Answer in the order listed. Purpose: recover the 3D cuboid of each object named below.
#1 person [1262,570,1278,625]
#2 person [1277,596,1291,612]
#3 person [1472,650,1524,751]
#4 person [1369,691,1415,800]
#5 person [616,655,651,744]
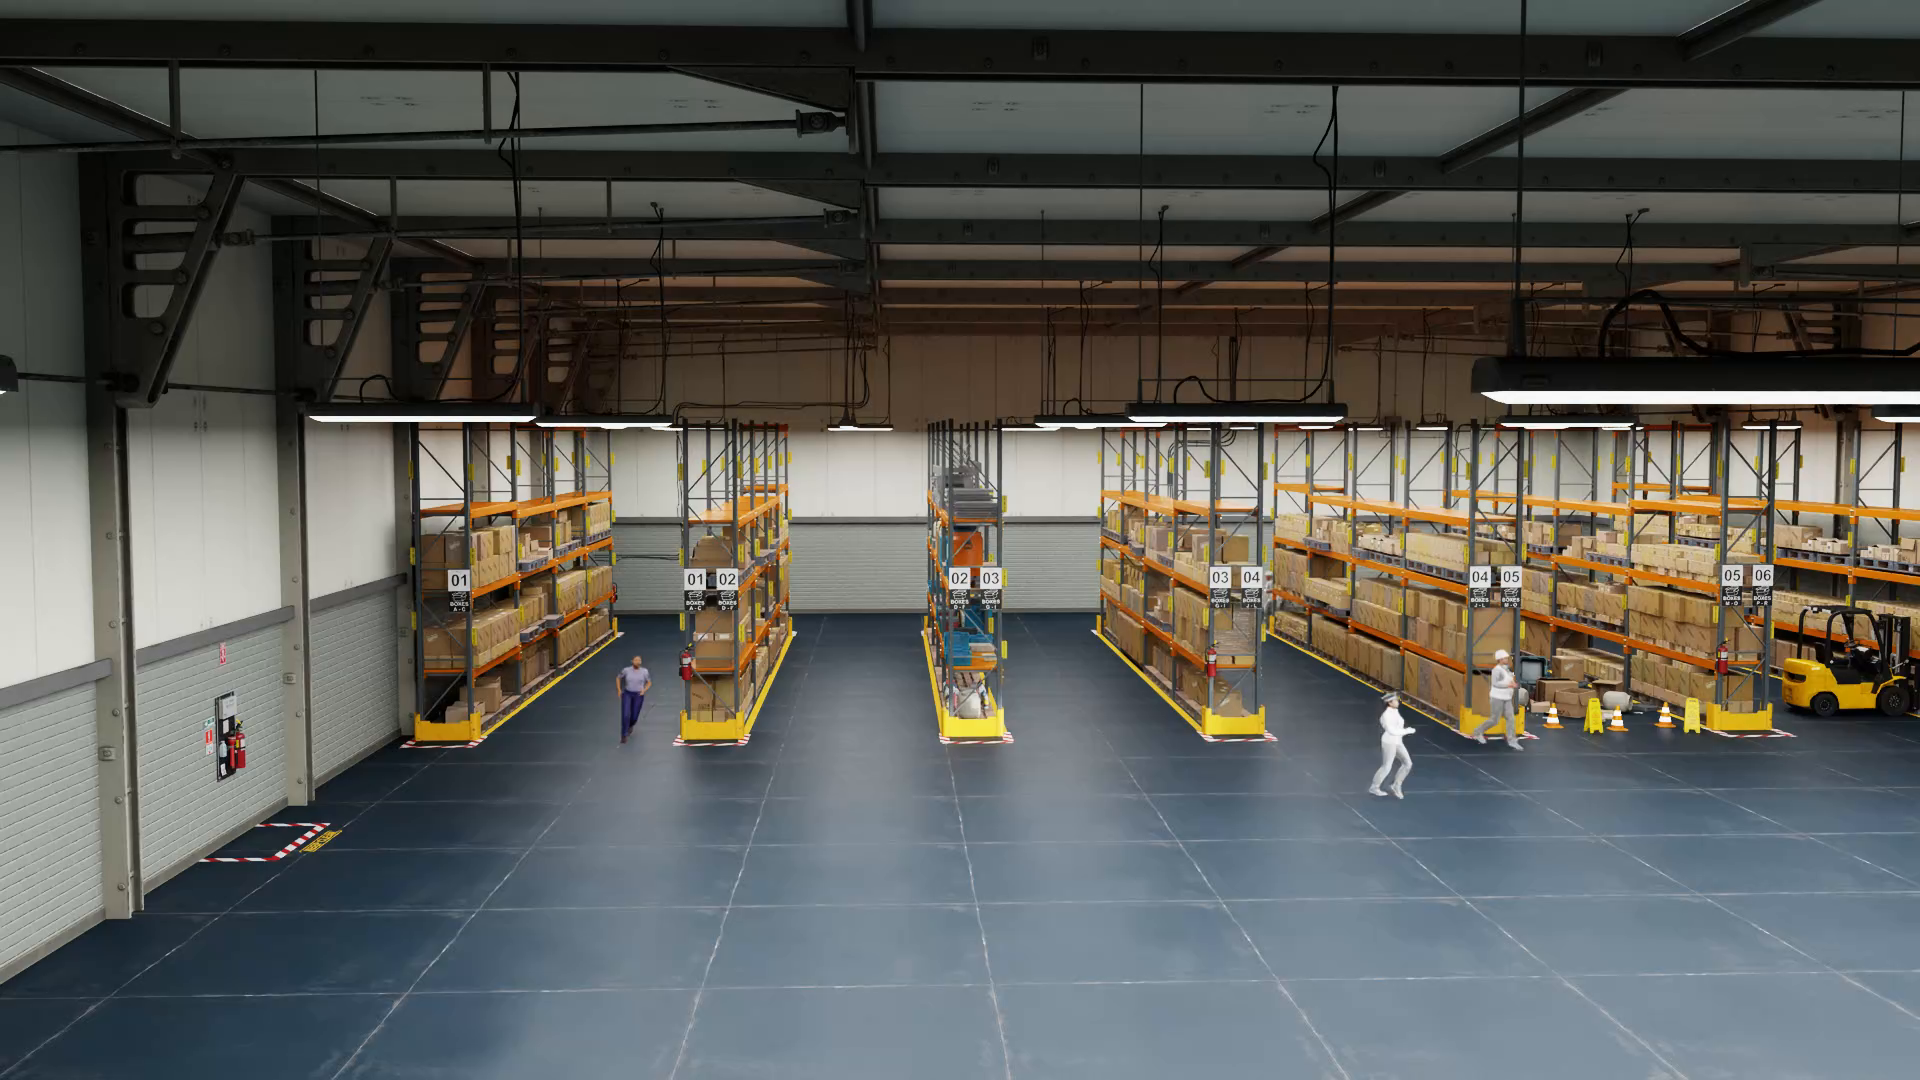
[{"bbox_3d":[9.097,1.733,49.024,0.687,1.708,0.937,0,4,5],"label":"person"},{"bbox_3d":[9.644,1.829,48.961,0.547,1.582,0.558,-1,4,-9],"label":"person"},{"bbox_3d":[9.820,2.895,30.224,0.935,1.800,0.666,3,5,41],"label":"person"},{"bbox_3d":[6.772,3.215,25.994,0.691,1.725,0.579,2,4,31],"label":"person"},{"bbox_3d":[-6.098,2.953,31.085,0.644,1.606,0.743,-1,4,-14],"label":"person"}]
